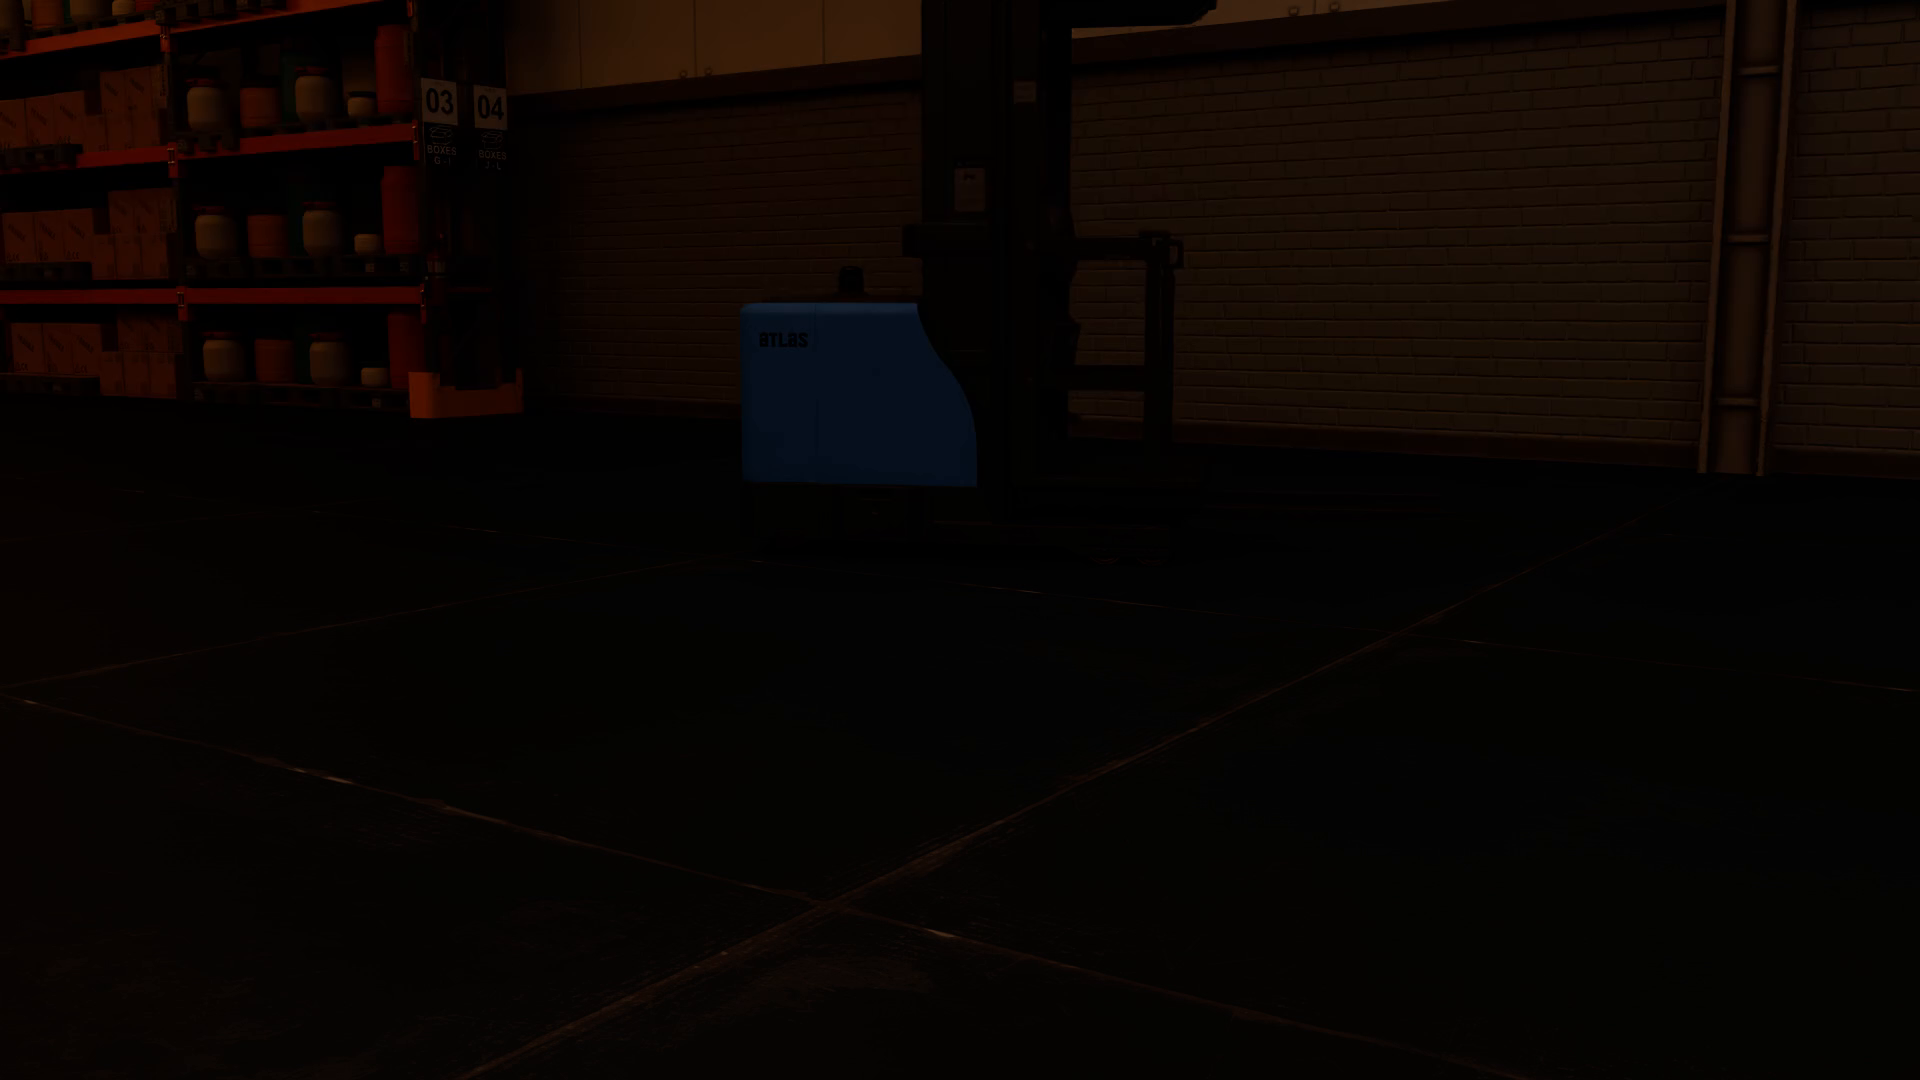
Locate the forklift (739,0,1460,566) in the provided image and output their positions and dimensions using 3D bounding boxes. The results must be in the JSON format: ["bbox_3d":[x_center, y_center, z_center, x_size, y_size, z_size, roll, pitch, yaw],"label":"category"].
[{"bbox_3d":[0.611,-1.424,7.204,3.031,2.935,1.130,2,8,10],"label":"forklift"}]
